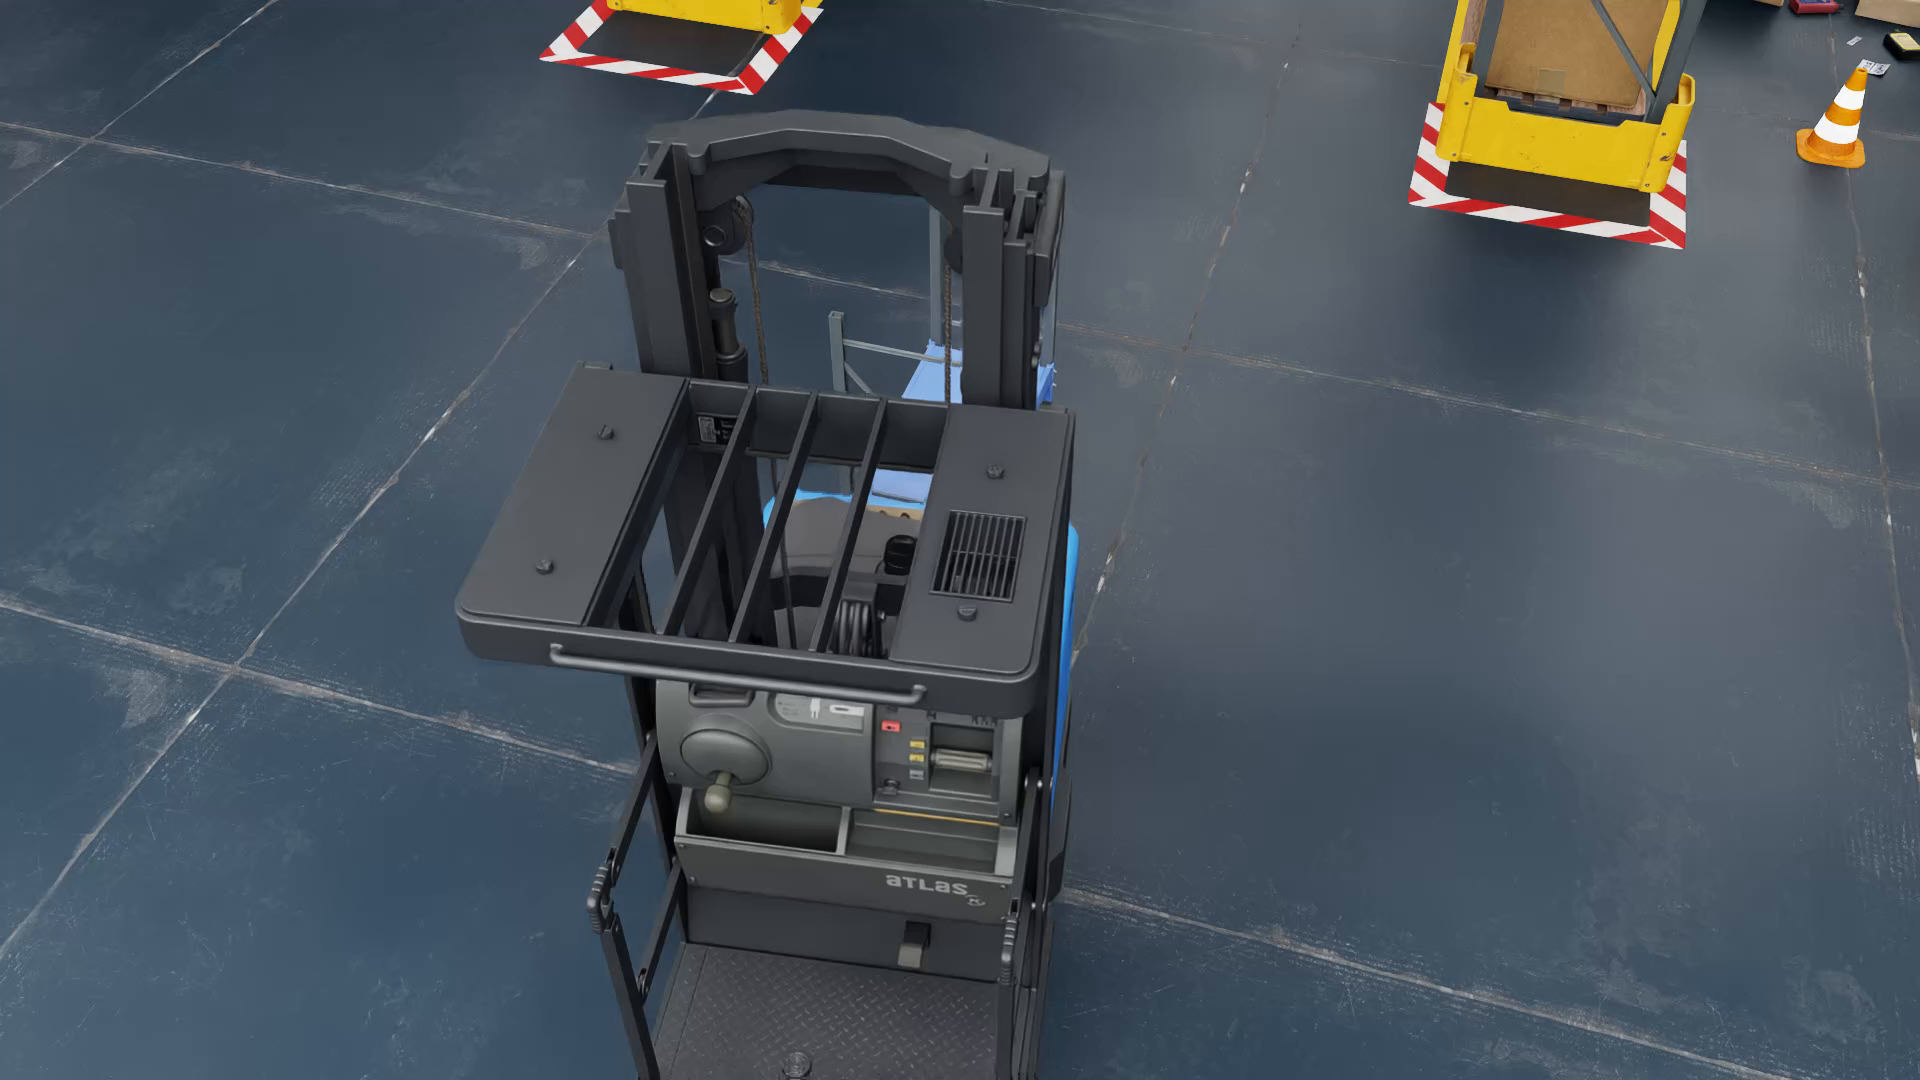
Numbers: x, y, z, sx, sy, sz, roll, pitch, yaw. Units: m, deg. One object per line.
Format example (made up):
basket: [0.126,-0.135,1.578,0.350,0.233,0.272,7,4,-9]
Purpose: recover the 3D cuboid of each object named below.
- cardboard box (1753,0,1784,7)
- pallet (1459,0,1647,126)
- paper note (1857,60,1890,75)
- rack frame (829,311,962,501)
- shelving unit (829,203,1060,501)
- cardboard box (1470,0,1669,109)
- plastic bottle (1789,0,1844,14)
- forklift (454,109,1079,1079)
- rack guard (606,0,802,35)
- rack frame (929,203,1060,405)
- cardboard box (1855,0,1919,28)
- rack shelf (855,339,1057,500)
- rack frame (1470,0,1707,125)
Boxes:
cardboard box: [4.850,-3.627,10.097,0.500,0.500,0.500,20,48,19]
pallet: [3.298,-2.658,9.315,1.003,0.211,1.213,13,46,13]
paper note: [5.211,-2.701,9.490,0.144,0.017,0.142,28,51,26]
rack frame: [-0.180,-0.140,5.821,0.500,1.500,0.032,13,46,12]
shelving unit: [-0.026,-0.479,6.167,0.538,1.500,1.048,13,46,12]
cardboard box: [3.273,-2.962,8.851,0.875,0.875,0.875,13,46,13]
plastic bottle: [5.153,-3.219,9.996,0.283,0.061,0.133,-2,44,-2]
forklift: [7.802,-3.734,8.471,15.389,2.935,17.733,6,45,6]
rack guard: [-1.543,-3.380,9.847,1.175,0.500,0.348,13,46,13]
rack frame: [0.128,-0.818,6.514,0.500,1.500,0.032,13,46,12]
cardboard box: [5.577,-3.258,9.890,0.396,0.266,0.258,20,48,19]
rack shelf: [-0.026,-0.351,6.293,0.538,0.185,1.000,13,46,12]
rack frame: [3.131,-3.105,7.778,1.000,3.000,0.127,13,46,13]
